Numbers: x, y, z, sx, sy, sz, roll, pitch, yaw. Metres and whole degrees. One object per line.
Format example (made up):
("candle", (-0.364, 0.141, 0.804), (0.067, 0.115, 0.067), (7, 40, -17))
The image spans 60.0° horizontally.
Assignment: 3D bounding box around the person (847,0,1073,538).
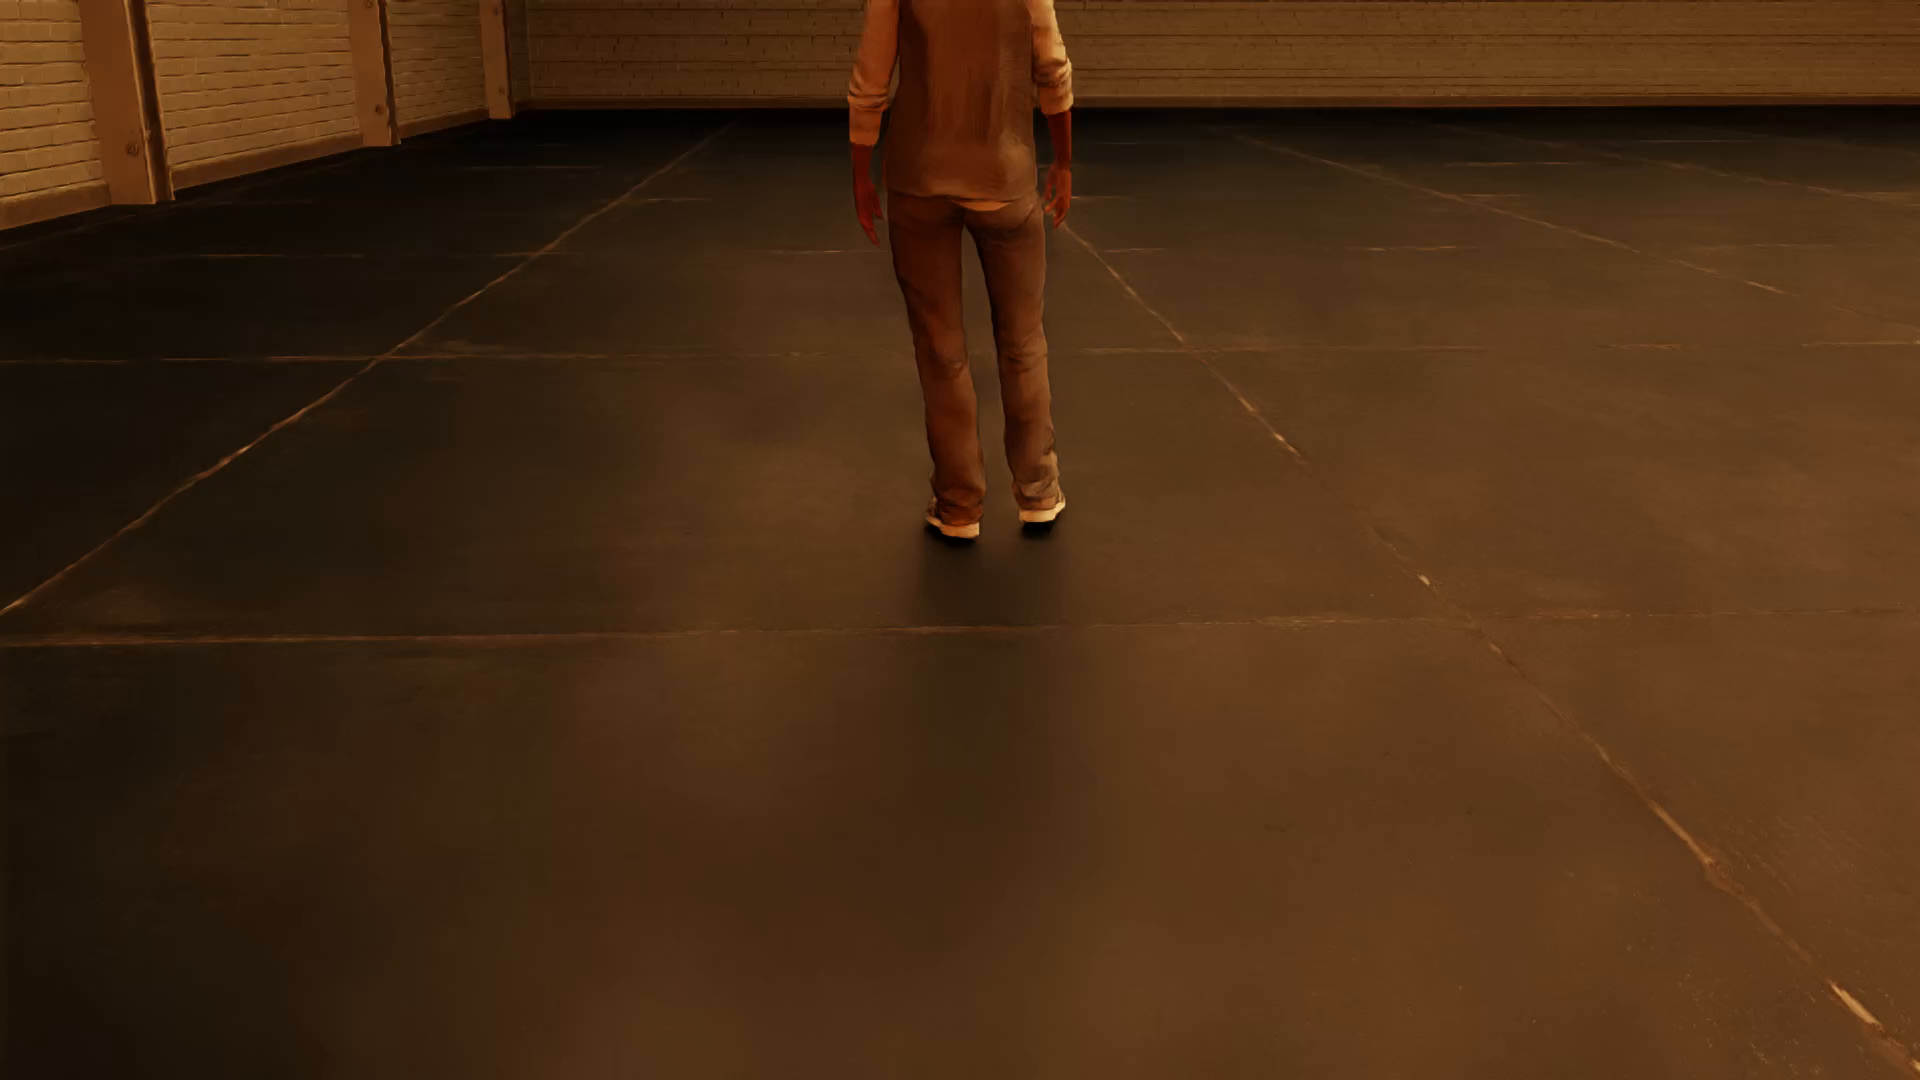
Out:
("person", (0.010, -0.792, 3.754), (0.521, 1.597, 0.474), (-1, 17, -3))
